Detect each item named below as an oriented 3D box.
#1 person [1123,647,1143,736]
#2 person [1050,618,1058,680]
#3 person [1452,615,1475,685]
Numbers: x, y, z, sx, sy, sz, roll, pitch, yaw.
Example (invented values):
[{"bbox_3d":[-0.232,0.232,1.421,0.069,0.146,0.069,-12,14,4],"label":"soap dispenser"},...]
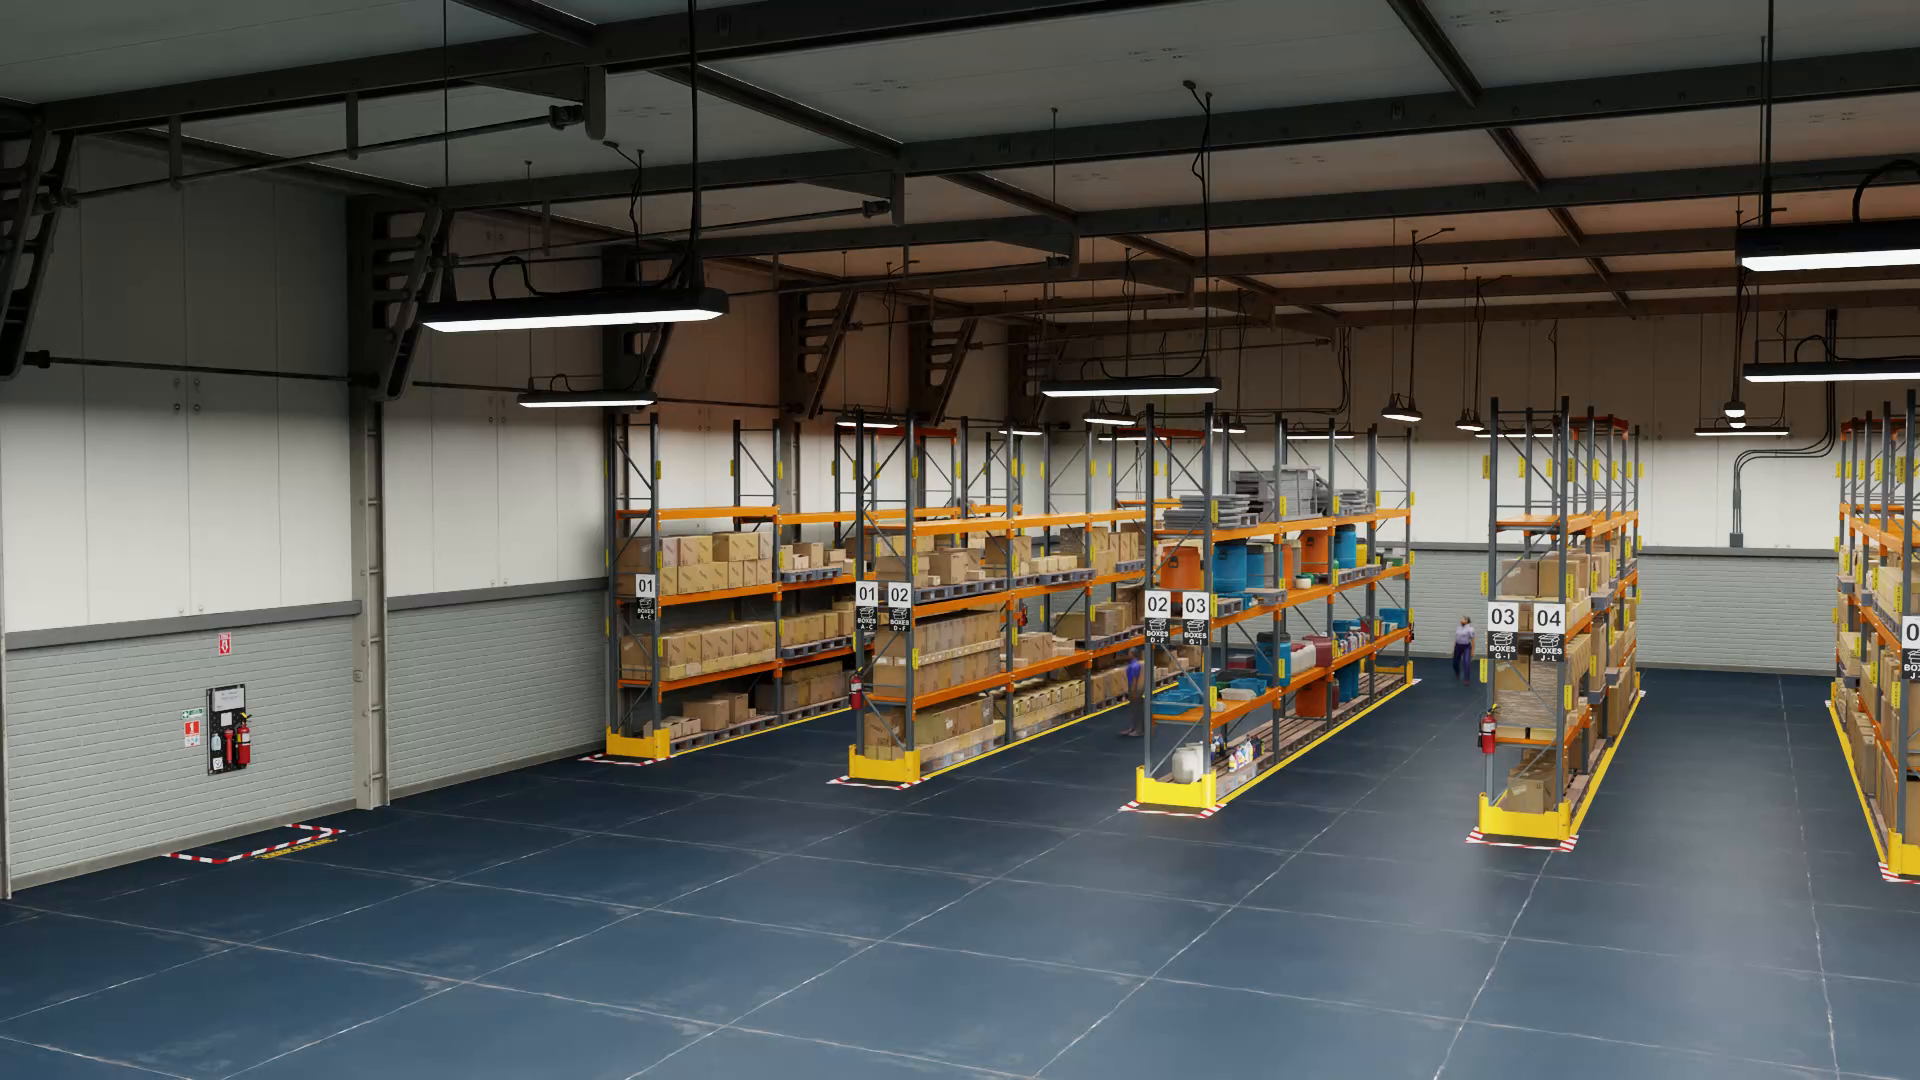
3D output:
[{"bbox_3d":[3.266,2.849,31.318,0.378,1.672,0.457,0,2,4],"label":"person"},{"bbox_3d":[2.179,2.556,38.165,0.566,1.710,0.472,-2,3,-39],"label":"person"},{"bbox_3d":[11.789,2.548,38.866,0.505,1.614,0.665,1,3,22],"label":"person"}]
